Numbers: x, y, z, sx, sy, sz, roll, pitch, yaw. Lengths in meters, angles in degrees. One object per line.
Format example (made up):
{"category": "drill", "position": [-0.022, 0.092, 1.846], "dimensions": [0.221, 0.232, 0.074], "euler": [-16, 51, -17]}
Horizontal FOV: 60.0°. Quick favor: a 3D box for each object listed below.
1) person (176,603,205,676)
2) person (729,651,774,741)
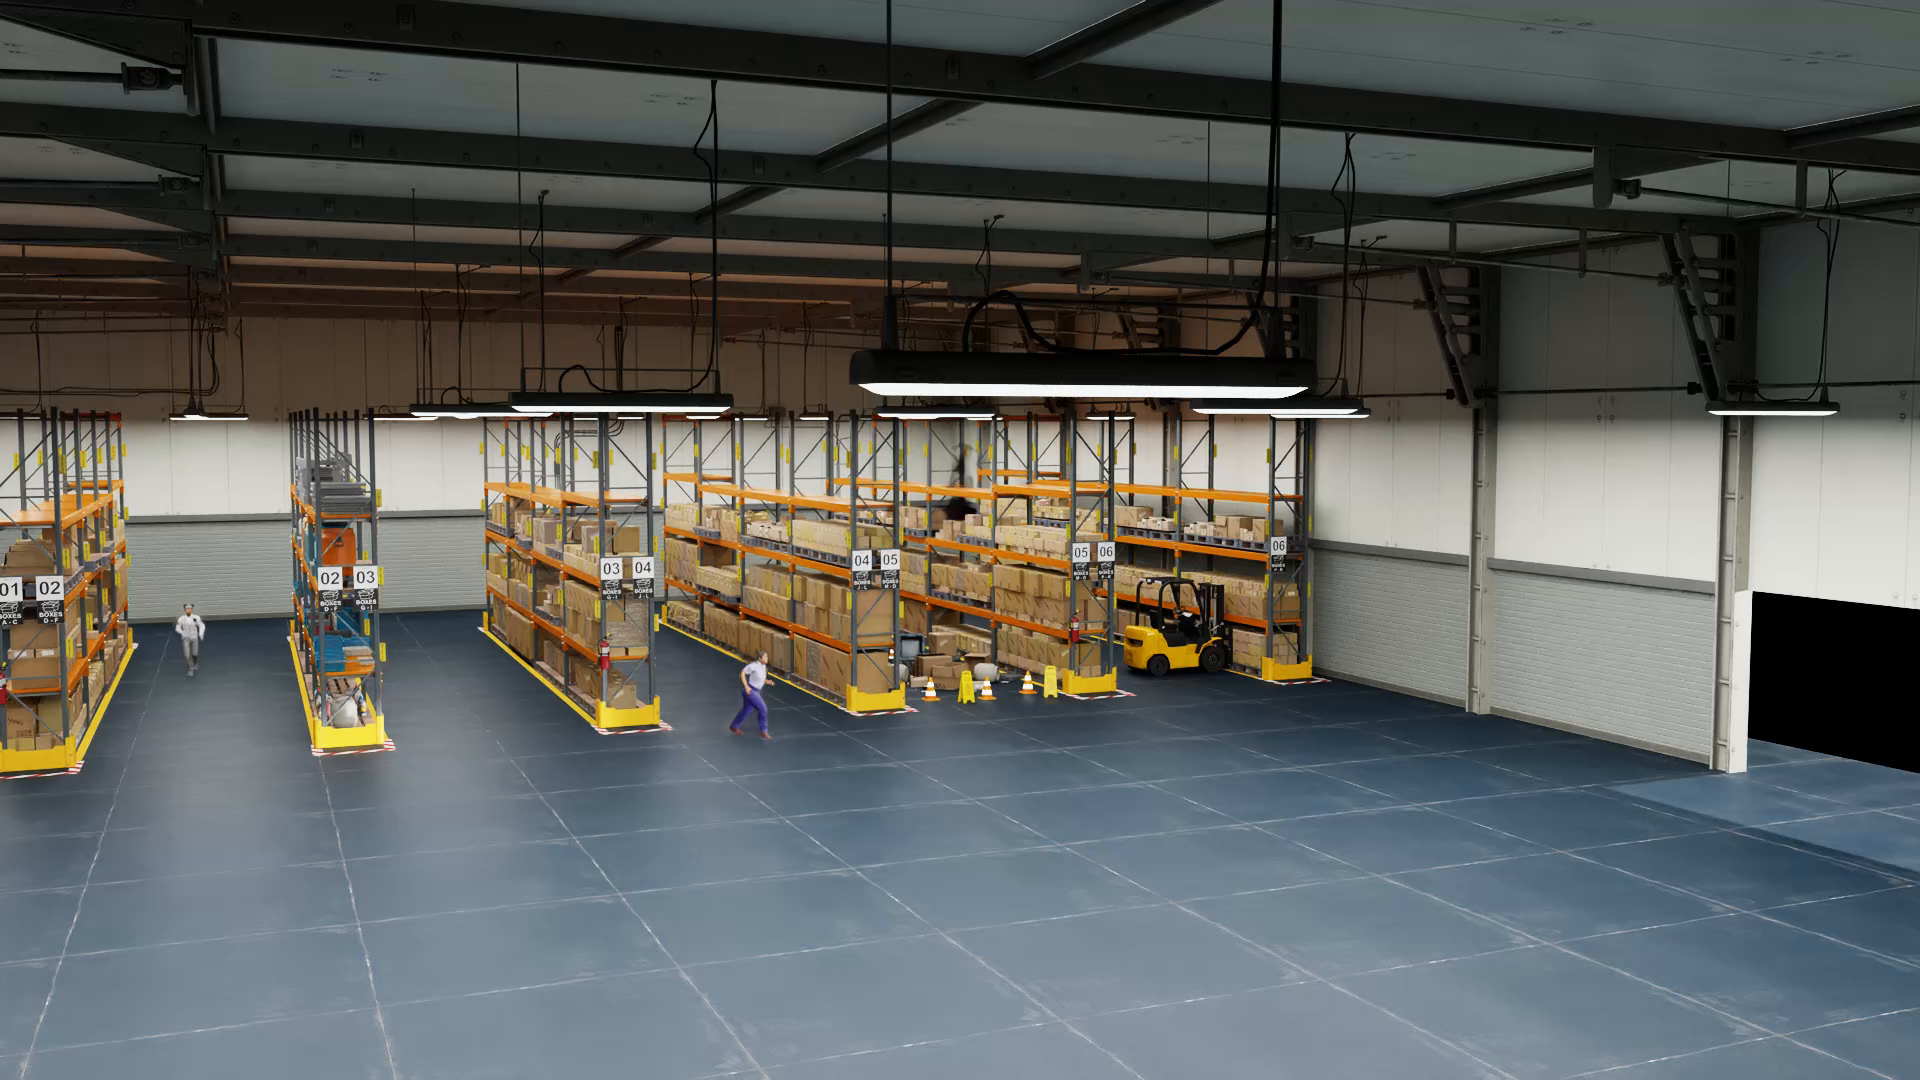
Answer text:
{"category": "person", "position": [-17.464, 2.255, 37.739], "dimensions": [0.604, 1.659, 0.538], "euler": [-2, 4, -24]}
{"category": "person", "position": [-3.812, 2.818, 30.206], "dimensions": [0.899, 1.646, 0.599], "euler": [1, 4, 13]}
